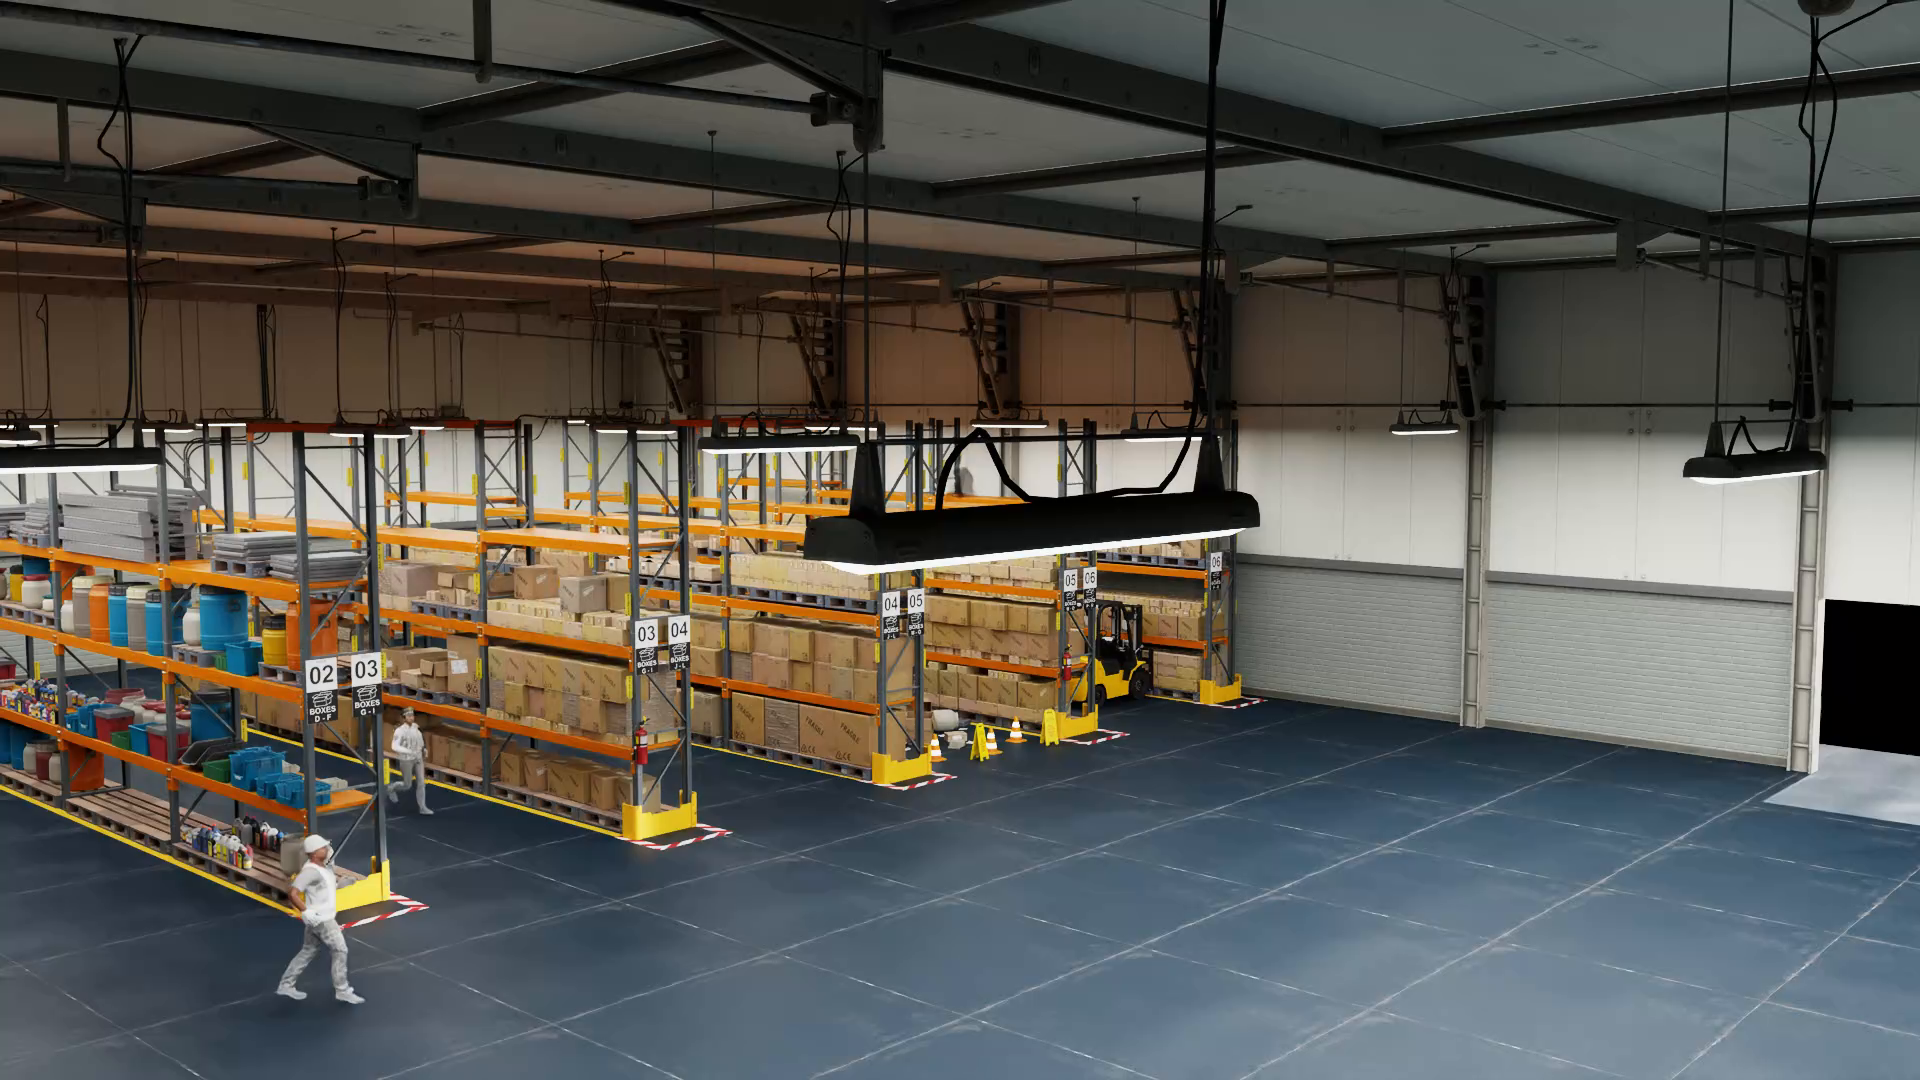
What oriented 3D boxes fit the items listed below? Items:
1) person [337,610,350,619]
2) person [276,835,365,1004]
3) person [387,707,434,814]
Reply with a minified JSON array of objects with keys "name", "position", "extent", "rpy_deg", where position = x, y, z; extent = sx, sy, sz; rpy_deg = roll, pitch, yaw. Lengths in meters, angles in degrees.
[{"name":"person","position":[-14.270,2.357,38.078],"extent":[0.750,1.775,0.733],"rpy_deg":[0,5,-2]},{"name":"person","position":[-6.734,3.996,17.448],"extent":[0.861,1.827,0.668],"rpy_deg":[-2,5,-24]},{"name":"person","position":[-8.472,3.392,25.714],"extent":[0.949,1.656,0.630],"rpy_deg":[3,6,35]}]
